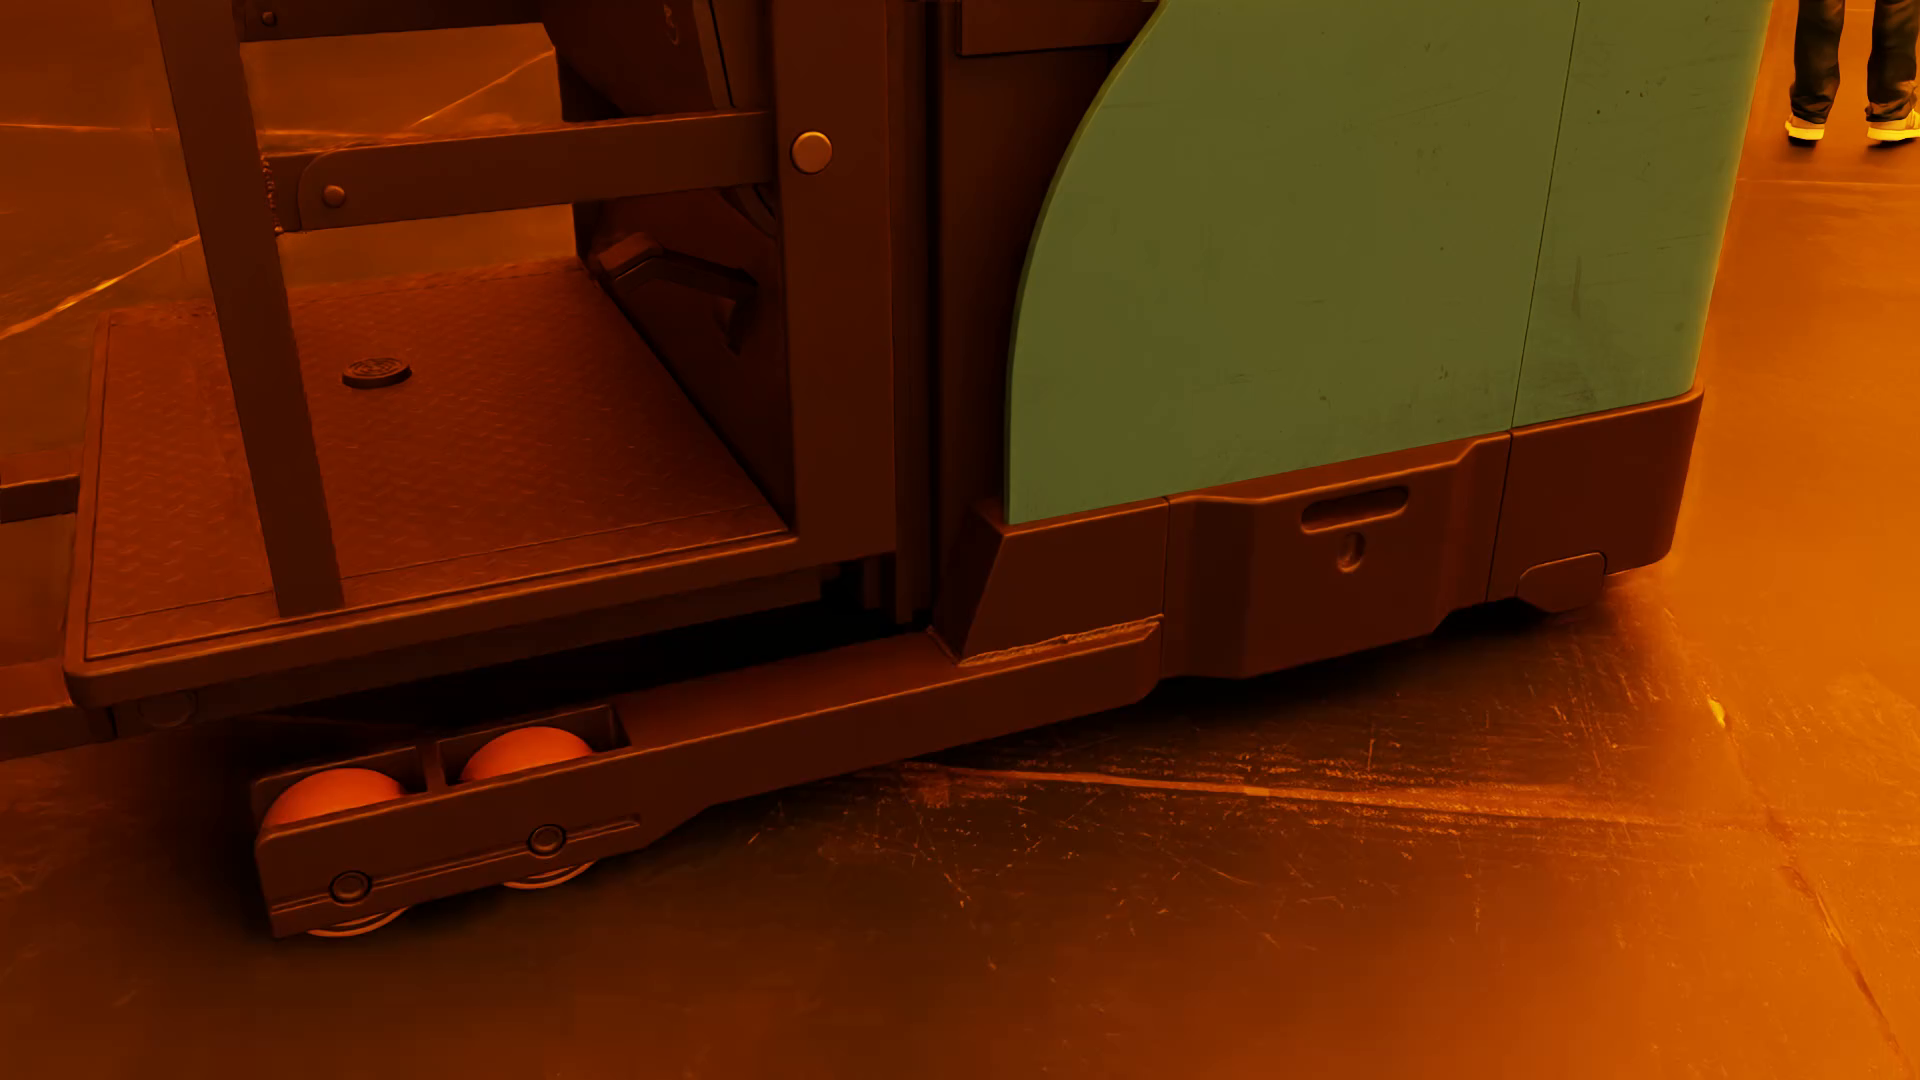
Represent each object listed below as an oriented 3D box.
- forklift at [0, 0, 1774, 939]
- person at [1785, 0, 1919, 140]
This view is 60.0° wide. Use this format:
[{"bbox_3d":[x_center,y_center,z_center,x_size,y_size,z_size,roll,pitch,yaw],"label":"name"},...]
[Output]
[{"bbox_3d":[-0.565,-1.177,1.576,3.031,2.935,1.130,-11,29,-21],"label":"forklift"},{"bbox_3d":[2.482,-1.885,4.474,0.520,1.597,0.475,17,31,30],"label":"person"}]
